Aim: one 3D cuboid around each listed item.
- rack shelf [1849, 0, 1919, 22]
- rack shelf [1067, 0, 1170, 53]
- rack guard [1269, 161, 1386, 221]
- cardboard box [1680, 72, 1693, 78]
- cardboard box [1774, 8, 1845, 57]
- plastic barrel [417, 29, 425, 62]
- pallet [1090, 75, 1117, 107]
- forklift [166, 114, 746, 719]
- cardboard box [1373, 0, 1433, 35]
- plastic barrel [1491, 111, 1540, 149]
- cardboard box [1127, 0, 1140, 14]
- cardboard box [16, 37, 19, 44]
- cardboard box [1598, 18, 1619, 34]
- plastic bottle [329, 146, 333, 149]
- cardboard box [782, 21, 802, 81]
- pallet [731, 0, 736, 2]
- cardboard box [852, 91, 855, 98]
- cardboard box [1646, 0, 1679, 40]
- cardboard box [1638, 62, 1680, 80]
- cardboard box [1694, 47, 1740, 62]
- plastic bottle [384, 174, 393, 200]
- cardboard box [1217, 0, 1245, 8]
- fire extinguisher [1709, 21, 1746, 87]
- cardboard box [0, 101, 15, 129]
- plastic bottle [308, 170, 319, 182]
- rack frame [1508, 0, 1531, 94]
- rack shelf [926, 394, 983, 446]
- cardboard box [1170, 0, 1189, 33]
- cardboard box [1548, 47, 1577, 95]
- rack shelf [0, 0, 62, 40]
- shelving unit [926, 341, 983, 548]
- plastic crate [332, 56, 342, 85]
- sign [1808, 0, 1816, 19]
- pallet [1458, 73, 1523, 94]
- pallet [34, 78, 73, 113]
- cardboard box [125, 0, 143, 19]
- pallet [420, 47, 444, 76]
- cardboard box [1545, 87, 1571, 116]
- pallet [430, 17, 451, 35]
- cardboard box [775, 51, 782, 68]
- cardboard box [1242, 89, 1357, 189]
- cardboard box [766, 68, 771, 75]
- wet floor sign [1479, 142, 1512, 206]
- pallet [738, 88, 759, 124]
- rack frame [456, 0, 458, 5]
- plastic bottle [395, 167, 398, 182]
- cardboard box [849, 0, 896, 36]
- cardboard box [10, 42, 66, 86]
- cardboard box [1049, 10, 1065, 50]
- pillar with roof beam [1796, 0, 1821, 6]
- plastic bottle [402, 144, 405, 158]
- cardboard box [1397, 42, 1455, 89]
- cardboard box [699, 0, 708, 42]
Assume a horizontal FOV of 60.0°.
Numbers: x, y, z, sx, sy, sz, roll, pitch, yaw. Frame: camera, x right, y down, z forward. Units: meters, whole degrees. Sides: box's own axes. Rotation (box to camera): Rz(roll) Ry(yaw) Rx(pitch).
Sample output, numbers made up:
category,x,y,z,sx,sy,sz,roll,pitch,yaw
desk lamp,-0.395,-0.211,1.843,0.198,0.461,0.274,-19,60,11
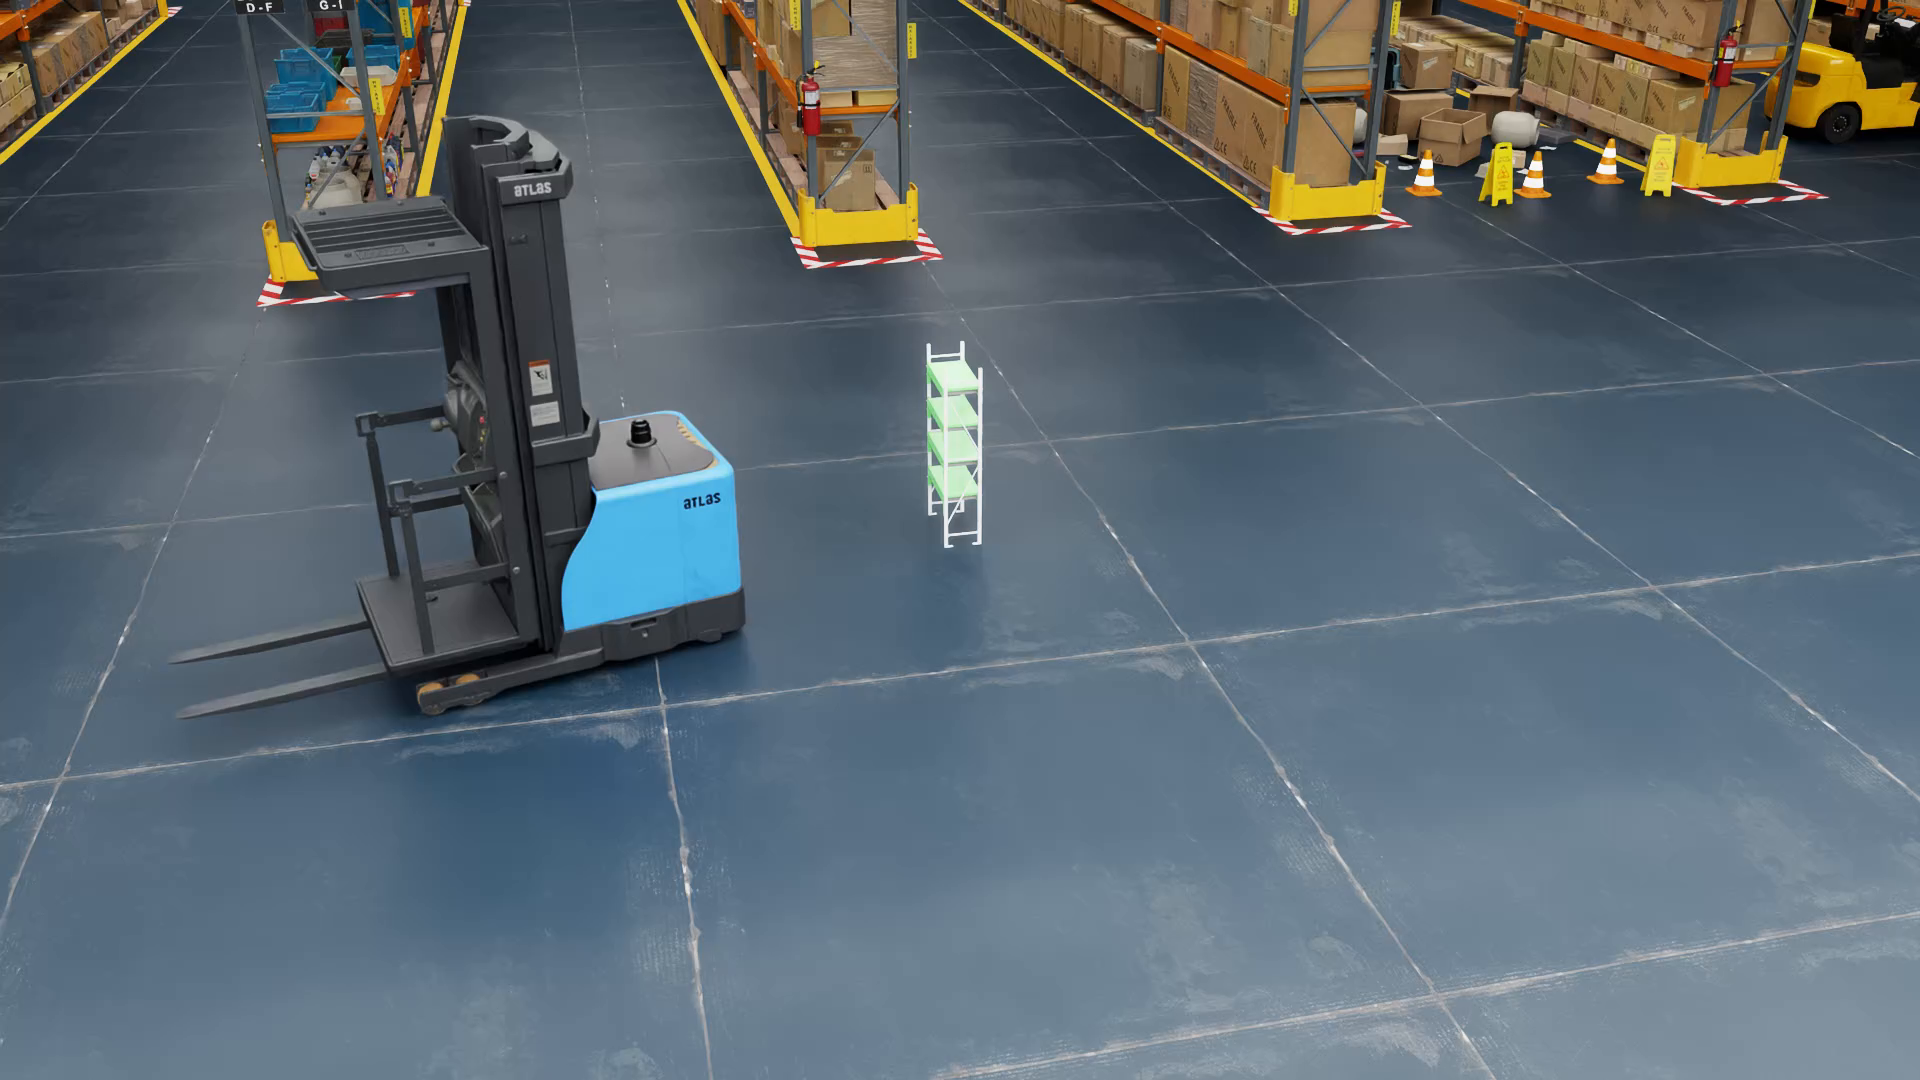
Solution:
category,x,y,z,sx,sy,sz,roll,pitch,yaw
rack shelf,13.040,-6.414,20.927,1.077,0.370,4.000,-6,27,-12
rack shelf,2.503,-7.118,22.321,1.077,0.370,4.000,-6,27,-12
rack guard,3.861,-3.678,17.483,1.175,0.500,0.348,-6,27,-12
cardboard box,8.615,-5.268,19.612,0.500,0.500,0.500,-7,28,-14
cardboard box,12.293,-7.310,24.073,0.875,0.625,0.625,-6,27,-12
plastic barrel,-8.010,-7.174,23.845,0.600,0.588,0.708,-6,27,-12
pallet,2.428,-6.184,22.767,1.003,0.211,1.213,-6,27,-12
forklift,-2.792,-0.646,8.776,3.031,2.935,1.130,-13,30,-24
cardboard box,6.778,-8.414,25.984,0.875,0.875,0.875,-6,27,-12
plastic barrel,6.715,-4.955,20.096,0.512,0.421,0.421,13,30,24
cardboard box,2.462,-7.029,21.236,0.500,0.500,0.500,-6,27,-12
cardboard box,-13.011,-6.548,22.679,0.500,0.500,0.500,-7,28,-13
cardboard box,7.875,-6.154,19.893,0.380,0.149,0.250,-6,27,-12
plastic bottle,-6.983,-4.255,18.386,0.152,0.276,0.135,-5,27,-10
cardboard box,-1.327,-4.974,16.835,0.875,0.500,0.500,-6,27,-12
pallet,-2.538,-7.470,22.433,1.213,0.211,1.003,-6,27,-12
cardboard box,-0.870,-4.494,16.604,0.380,0.149,0.250,-6,27,-12
cardboard box,8.156,-5.960,18.788,0.500,0.500,0.500,-6,27,-11
cardboard box,8.072,-5.416,19.184,0.380,0.149,0.250,-5,27,-10
cardboard box,8.362,-5.382,18.363,0.380,0.149,0.250,-5,27,-10
plastic bottle,-5.930,-3.648,17.189,0.097,0.271,0.097,0,27,0
cardboard box,3.356,-6.232,18.403,0.875,0.550,0.500,-6,27,-12
fire extinguisher,8.232,-5.220,17.849,0.296,0.674,0.183,-6,27,-12
cardboard box,-11.869,-5.160,20.229,0.500,0.250,0.500,-5,27,-10
plastic bottle,-6.697,-3.698,17.282,0.152,0.276,0.135,-6,27,-11
rack frame,7.754,-7.108,21.503,1.000,3.000,0.127,-6,27,-12
rack shelf,-0.037,-0.766,10.544,0.258,0.148,0.480,-6,27,-12
cardboard box,3.049,-6.467,20.067,0.875,0.550,0.550,-6,27,-12
cardboard box,7.756,-5.882,20.828,0.500,0.500,0.500,-5,27,-10
rack shelf,-12.906,-7.410,22.900,1.077,0.370,4.000,-6,27,-12
shelving unit,-0.037,-0.608,10.624,0.258,1.200,0.503,-6,27,-12
plastic crate,-6.696,-4.879,17.323,0.450,0.188,0.662,-6,27,-12
sign,9.184,-5.793,17.938,0.100,0.325,0.005,-6,27,-12
pallet,7.577,-6.204,22.808,1.003,0.211,1.213,-6,27,-12
pallet,-12.587,-5.940,22.284,1.003,0.211,1.213,-6,27,-12
cardboard box,-13.711,-8.700,27.221,0.500,0.250,0.500,-6,27,-12
pallet,-8.118,-6.986,24.357,1.003,0.211,1.213,-6,27,-12
cardboard box,7.755,-5.548,20.998,0.500,0.250,0.500,-4,27,-9
pallet,-8.733,-8.184,26.731,1.003,0.211,1.213,-6,27,-12
cardboard box,-1.795,-5.207,18.016,0.380,0.149,0.250,-6,27,-12
cardboard box,3.638,-4.335,17.901,0.875,0.875,0.875,-6,27,-11
cardboard box,-2.108,-5.665,20.930,0.700,0.500,0.500,-6,27,-12
wet floor sign,5.791,-3.942,17.844,0.267,0.644,0.232,-11,29,-20
pallet,-2.357,-5.735,21.878,1.003,0.211,1.213,-6,27,-12
rack frame,-9.431,-10.866,28.950,1.000,3.000,0.127,-6,27,-12
plastic bottle,-6.099,-3.945,17.855,0.097,0.201,0.097,0,27,0
cardboard box,-0.858,-5.238,16.249,0.500,0.500,0.500,-6,27,-12
cardboard box,-12.403,-6.392,22.370,0.500,0.500,0.500,-7,28,-13
cardboard box,1.649,-7.651,24.887,0.500,0.500,0.500,-6,27,-12
pillar with roof beam,8.665,-11.130,22.813,9.100,9.000,0.400,-6,27,-12
plastic bottle,-6.342,-4.418,18.791,0.097,0.201,0.097,0,27,0
cardboard box,6.026,-6.136,21.511,0.500,0.500,0.500,-6,27,-12
cardboard box,-3.338,-8.181,25.522,1.225,0.875,0.875,-7,28,-13
